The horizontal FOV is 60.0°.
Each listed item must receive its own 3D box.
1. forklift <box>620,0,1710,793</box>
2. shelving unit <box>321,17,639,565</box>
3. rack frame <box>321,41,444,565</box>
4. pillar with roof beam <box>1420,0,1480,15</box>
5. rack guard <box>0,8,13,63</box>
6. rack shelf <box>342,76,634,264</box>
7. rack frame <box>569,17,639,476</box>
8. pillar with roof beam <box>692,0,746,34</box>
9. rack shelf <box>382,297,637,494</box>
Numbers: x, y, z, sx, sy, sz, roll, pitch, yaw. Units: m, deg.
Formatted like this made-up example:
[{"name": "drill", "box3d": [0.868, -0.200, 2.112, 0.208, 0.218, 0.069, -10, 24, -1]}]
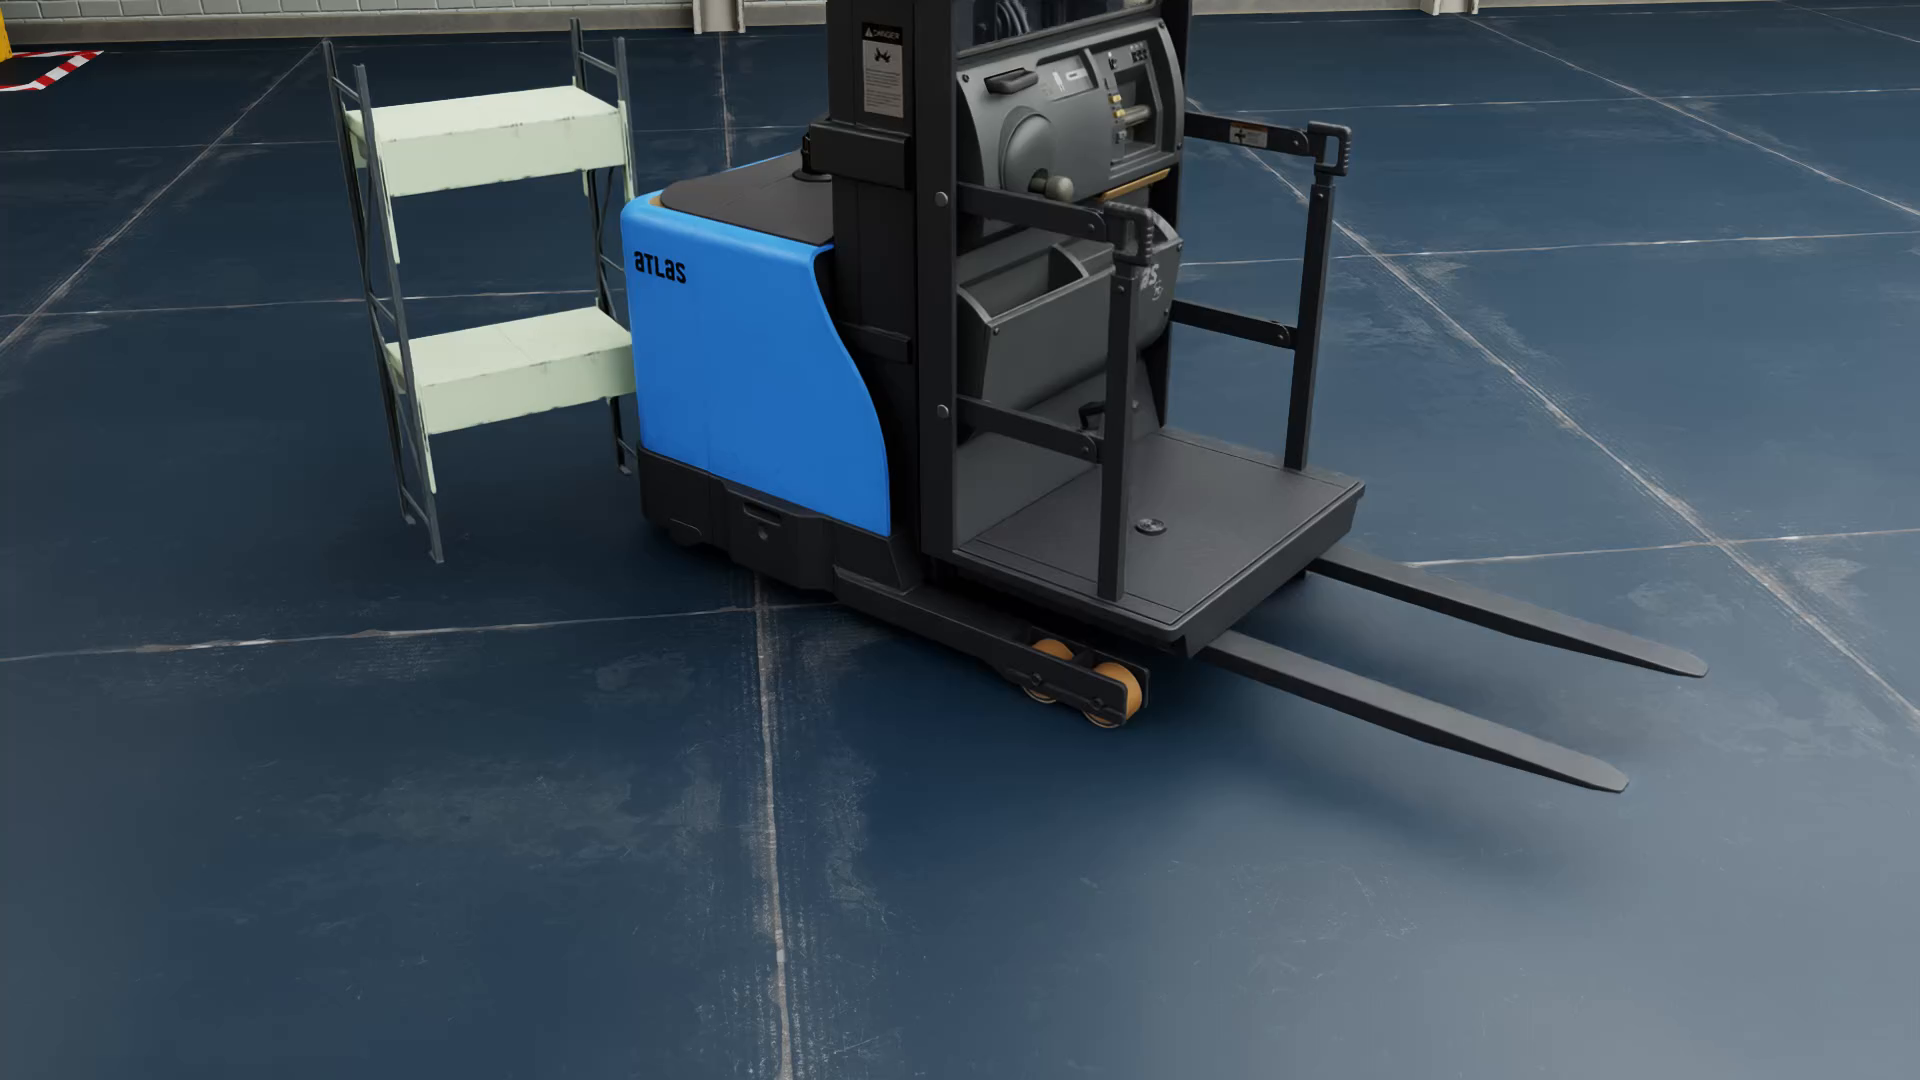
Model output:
[{"name": "forklift", "box3d": [0.470, -1.092, 4.169, 3.031, 2.935, 1.130, 19, 33, 33]}, {"name": "shelving unit", "box3d": [-1.387, -0.759, 5.086, 0.755, 1.500, 0.431, -16, 31, -28]}, {"name": "rack frame", "box3d": [-1.699, -0.671, 4.916, 0.023, 1.500, 0.400, -16, 31, -28]}, {"name": "pillar with roof beam", "box3d": [4.652, -6.450, 7.963, 0.400, 9.000, 9.100, -4, 27, -7]}, {"name": "rack guard", "box3d": [-6.992, -3.490, 11.504, 0.348, 0.500, 1.175, -4, 27, -7]}, {"name": "rack shelf", "box3d": [-1.387, -1.106, 4.908, 0.720, 0.370, 0.431, -16, 31, -28]}, {"name": "rack frame", "box3d": [-1.076, -0.846, 5.257, 0.023, 1.500, 0.400, -16, 31, -28]}, {"name": "pillar with roof beam", "box3d": [-1.289, -6.068, 7.219, 0.400, 9.000, 9.100, -4, 27, -7]}, {"name": "rack shelf", "box3d": [-1.387, -0.469, 5.235, 0.720, 0.370, 0.431, -16, 31, -28]}]
